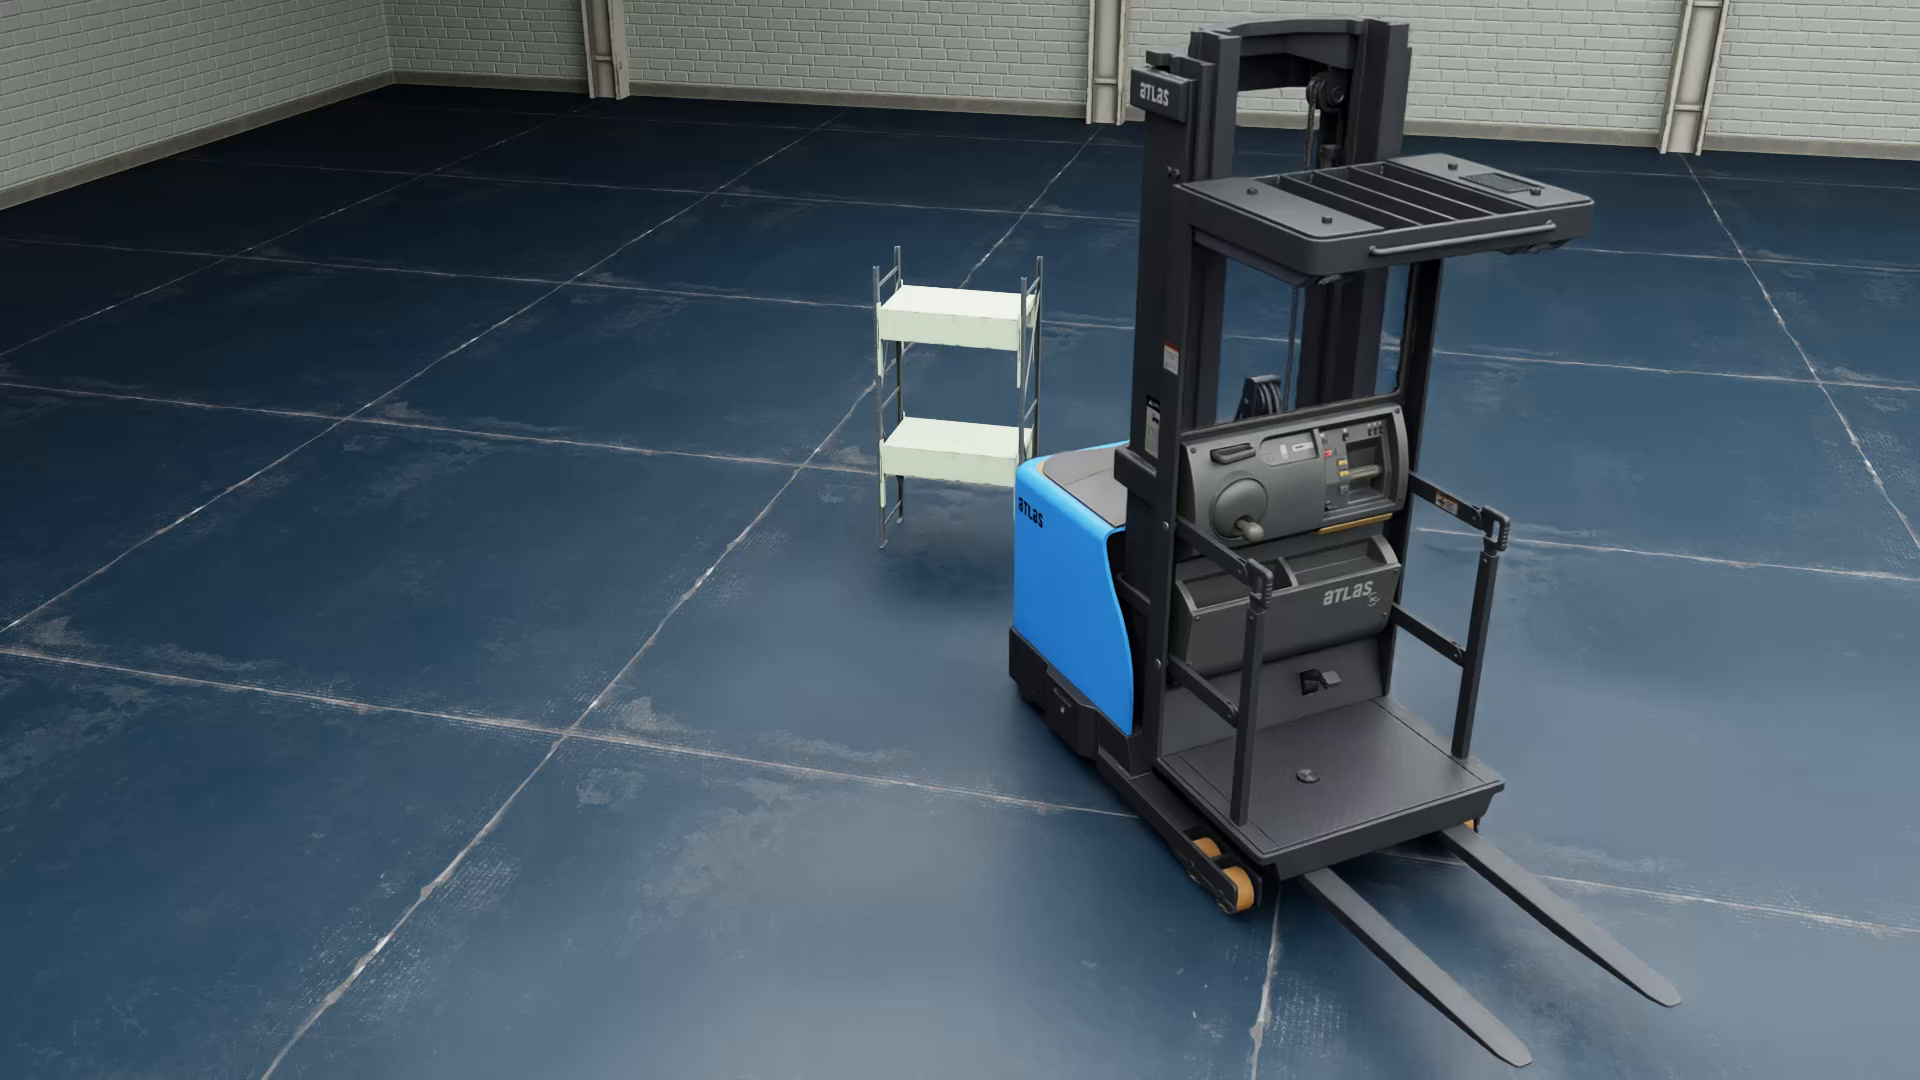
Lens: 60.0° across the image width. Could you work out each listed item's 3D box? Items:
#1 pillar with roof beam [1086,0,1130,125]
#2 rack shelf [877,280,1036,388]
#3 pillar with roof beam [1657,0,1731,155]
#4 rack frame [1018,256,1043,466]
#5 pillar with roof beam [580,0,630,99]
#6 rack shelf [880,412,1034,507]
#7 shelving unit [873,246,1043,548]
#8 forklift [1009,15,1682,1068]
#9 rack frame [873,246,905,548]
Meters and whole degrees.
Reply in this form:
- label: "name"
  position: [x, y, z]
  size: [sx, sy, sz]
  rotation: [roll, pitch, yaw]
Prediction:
- label: "pillar with roof beam"
  position: [0.552, -6.939, 12.857]
  size: [0.400, 9.000, 9.100]
  rotation: [6, 26, 13]
- label: "rack shelf"
  position: [-0.006, -1.030, 8.261]
  size: [0.720, 0.370, 0.431]
  rotation: [6, 26, 13]
- label: "pillar with roof beam"
  position: [6.363, -6.297, 11.508]
  size: [0.400, 9.000, 9.100]
  rotation: [6, 26, 13]
- label: "rack frame"
  position: [0.348, -0.639, 8.347]
  size: [0.023, 1.500, 0.400]
  rotation: [6, 26, 13]
- label: "pillar with roof beam"
  position: [-5.259, -7.582, 14.206]
  size: [0.400, 9.000, 9.100]
  rotation: [6, 26, 13]
- label: "rack shelf"
  position: [-0.006, -0.384, 8.569]
  size: [0.720, 0.370, 0.431]
  rotation: [6, 26, 13]
- label: "shelving unit"
  position: [-0.006, -0.678, 8.429]
  size: [0.755, 1.500, 0.431]
  rotation: [6, 26, 13]
- label: "forklift"
  position: [1.307, -0.204, 5.768]
  size: [1.130, 2.935, 3.031]
  rotation: [-12, 28, -23]
- label: "rack frame"
  position: [-0.361, -0.717, 8.511]
  size: [0.023, 1.500, 0.400]
  rotation: [6, 26, 13]
